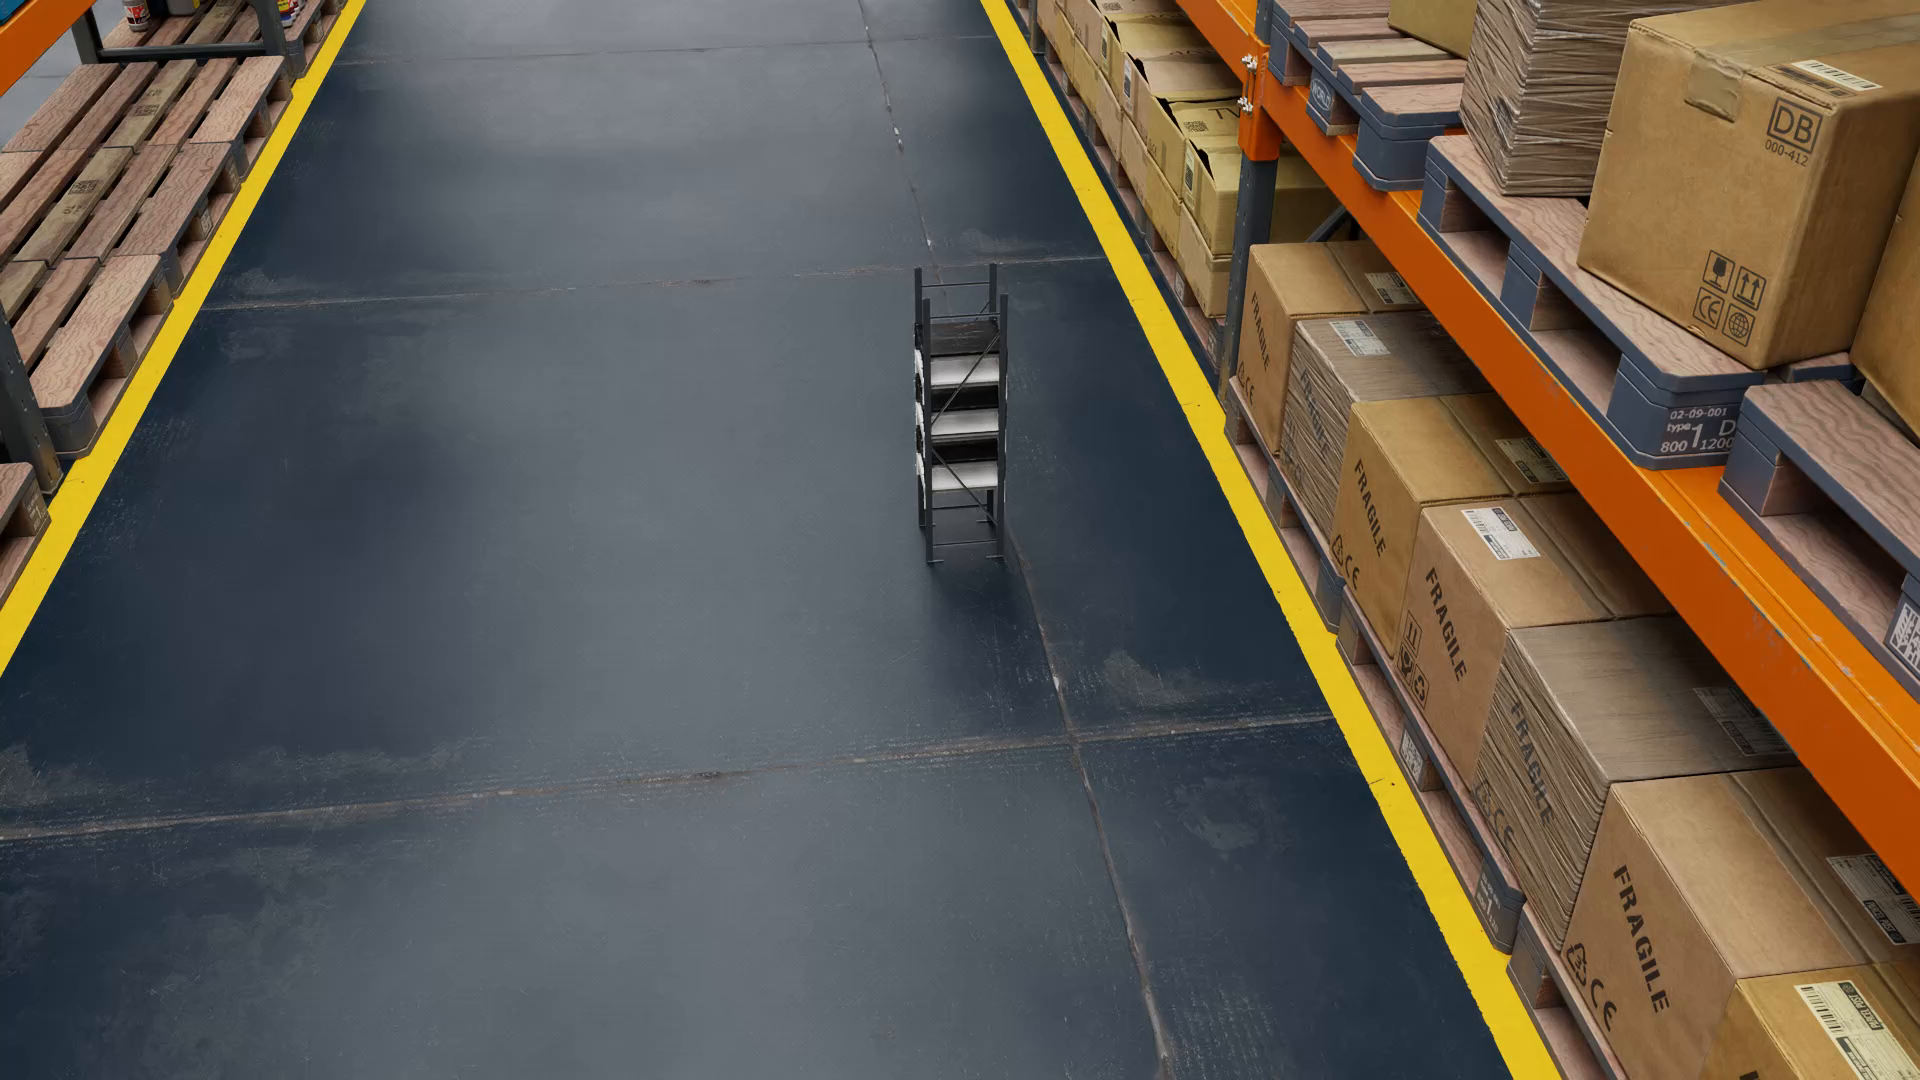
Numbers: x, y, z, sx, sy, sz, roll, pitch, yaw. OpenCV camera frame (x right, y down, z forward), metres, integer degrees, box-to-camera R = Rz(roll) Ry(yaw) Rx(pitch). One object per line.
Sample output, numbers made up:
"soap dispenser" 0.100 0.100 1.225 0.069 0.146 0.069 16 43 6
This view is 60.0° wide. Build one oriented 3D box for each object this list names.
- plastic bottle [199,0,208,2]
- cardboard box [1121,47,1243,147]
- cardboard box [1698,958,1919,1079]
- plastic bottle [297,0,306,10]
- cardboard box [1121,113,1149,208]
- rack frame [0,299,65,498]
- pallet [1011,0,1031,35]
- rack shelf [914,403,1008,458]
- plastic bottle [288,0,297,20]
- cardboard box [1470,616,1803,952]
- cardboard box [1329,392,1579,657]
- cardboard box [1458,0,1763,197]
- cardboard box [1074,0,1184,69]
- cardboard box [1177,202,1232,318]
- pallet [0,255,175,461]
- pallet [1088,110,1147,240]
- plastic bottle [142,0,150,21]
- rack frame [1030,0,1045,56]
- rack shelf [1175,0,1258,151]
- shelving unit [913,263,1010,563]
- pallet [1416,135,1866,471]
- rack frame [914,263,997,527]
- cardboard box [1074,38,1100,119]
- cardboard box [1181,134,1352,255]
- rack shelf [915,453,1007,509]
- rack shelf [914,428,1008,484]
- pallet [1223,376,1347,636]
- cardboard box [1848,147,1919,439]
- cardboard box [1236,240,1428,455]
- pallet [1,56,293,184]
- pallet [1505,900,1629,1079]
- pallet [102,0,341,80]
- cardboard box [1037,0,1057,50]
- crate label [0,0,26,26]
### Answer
"plastic bottle" -4.271 -3.135 9.215 0.152 0.276 0.135 -4 35 -6
"cardboard box" 0.974 -1.864 6.893 0.500 0.311 0.500 -5 35 -7
"cardboard box" 1.618 1.080 2.831 0.500 0.500 0.500 -5 35 -7
"plastic bottle" -3.696 -3.055 9.097 0.152 0.276 0.135 -3 34 -5
"cardboard box" 0.980 -1.631 7.048 0.500 0.250 0.500 -4 34 -5
"rack frame" -3.479 -1.377 4.607 1.000 3.000 0.127 -4 35 -6
"pallet" 0.827 -3.277 9.871 1.003 0.211 1.213 -4 35 -6
"rack shelf" 0.001 -0.340 5.009 0.258 0.077 0.200 -4 35 -6
"plastic bottle" -3.639 -2.902 8.939 0.097 0.201 0.097 0 34 0
"cardboard box" 1.493 0.523 3.648 0.500 0.500 0.500 -4 34 -6
"cardboard box" 1.347 -0.051 4.491 0.500 0.500 0.500 -5 35 -7
"cardboard box" 1.560 -1.097 3.735 0.700 0.500 0.500 2 34 3
"cardboard box" 0.834 -2.433 7.728 0.500 0.311 0.500 -5 35 -8
"cardboard box" 1.118 -1.063 6.214 0.500 0.250 0.500 -4 34 -5
"pallet" -3.544 -0.660 6.031 1.003 0.211 1.213 -4 35 -6
"pallet" 1.197 -1.739 7.615 1.003 0.211 1.213 -4 35 -6
"plastic bottle" -4.408 -2.912 8.881 0.061 0.283 0.133 -3 34 -4
"rack frame" 0.892 -3.982 8.430 1.000 3.000 0.127 -4 35 -6
"rack shelf" 1.161 -2.569 6.995 1.077 0.370 4.000 -4 35 -6
"shelving unit" 0.001 -0.367 4.990 0.258 0.900 0.210 -4 35 -6
"pallet" 1.696 -0.586 3.617 1.003 0.211 1.213 -4 35 -6
"rack frame" -0.013 -0.424 5.073 0.240 0.900 0.006 -4 35 -6
"cardboard box" 0.841 -2.201 7.886 0.500 0.250 0.500 -5 35 -8
"cardboard box" 1.116 -1.293 6.054 0.500 0.311 0.500 -3 34 -5
"rack shelf" 0.001 -0.191 5.110 0.258 0.077 0.200 -4 35 -6
"rack shelf" 0.001 -0.265 5.059 0.258 0.077 0.200 -4 35 -6
"pallet" 1.493 -0.178 5.324 1.003 0.211 1.213 -4 35 -6
"cardboard box" 1.971 -0.393 2.701 0.700 0.500 0.500 1 34 1
"cardboard box" 1.208 -0.623 5.330 0.500 0.500 0.500 -3 34 -4
"pallet" -3.872 -2.022 8.029 1.003 0.211 1.213 -4 35 -6
"pallet" 1.821 1.183 3.326 1.003 0.211 1.213 -4 35 -6
"pallet" -4.066 -2.835 9.222 1.003 0.211 1.213 -4 35 -6
"cardboard box" 0.701 -2.776 8.728 0.500 0.250 0.500 -5 35 -8
"crate label" -3.344 -1.967 5.441 0.502 0.435 0.616 -4 35 -6
